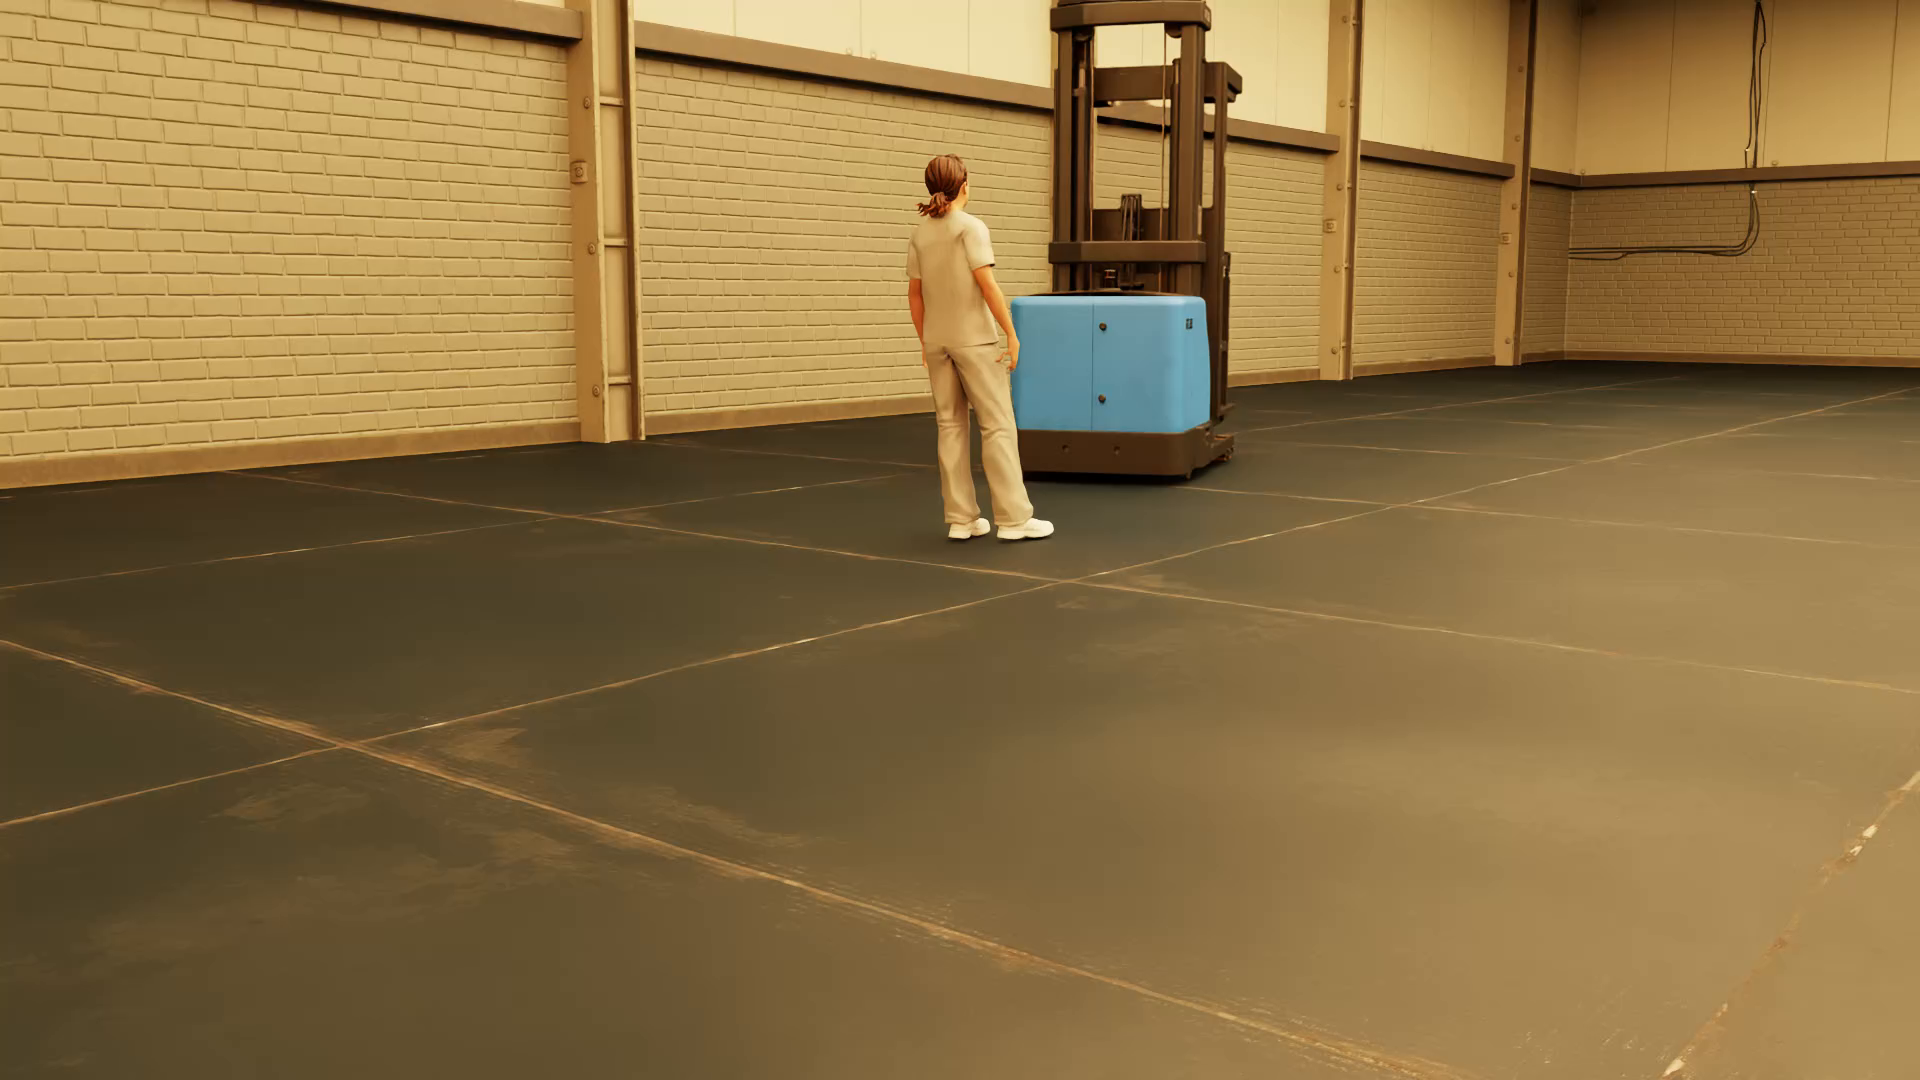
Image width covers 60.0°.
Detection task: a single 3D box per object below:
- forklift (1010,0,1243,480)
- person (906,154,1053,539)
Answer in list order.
[{"bbox_3d":[1.199,-1.971,10.748,1.130,2.935,3.031,3,9,17],"label":"forklift"},{"bbox_3d":[0.057,-0.844,7.331,0.549,1.673,0.548,7,11,38],"label":"person"}]
